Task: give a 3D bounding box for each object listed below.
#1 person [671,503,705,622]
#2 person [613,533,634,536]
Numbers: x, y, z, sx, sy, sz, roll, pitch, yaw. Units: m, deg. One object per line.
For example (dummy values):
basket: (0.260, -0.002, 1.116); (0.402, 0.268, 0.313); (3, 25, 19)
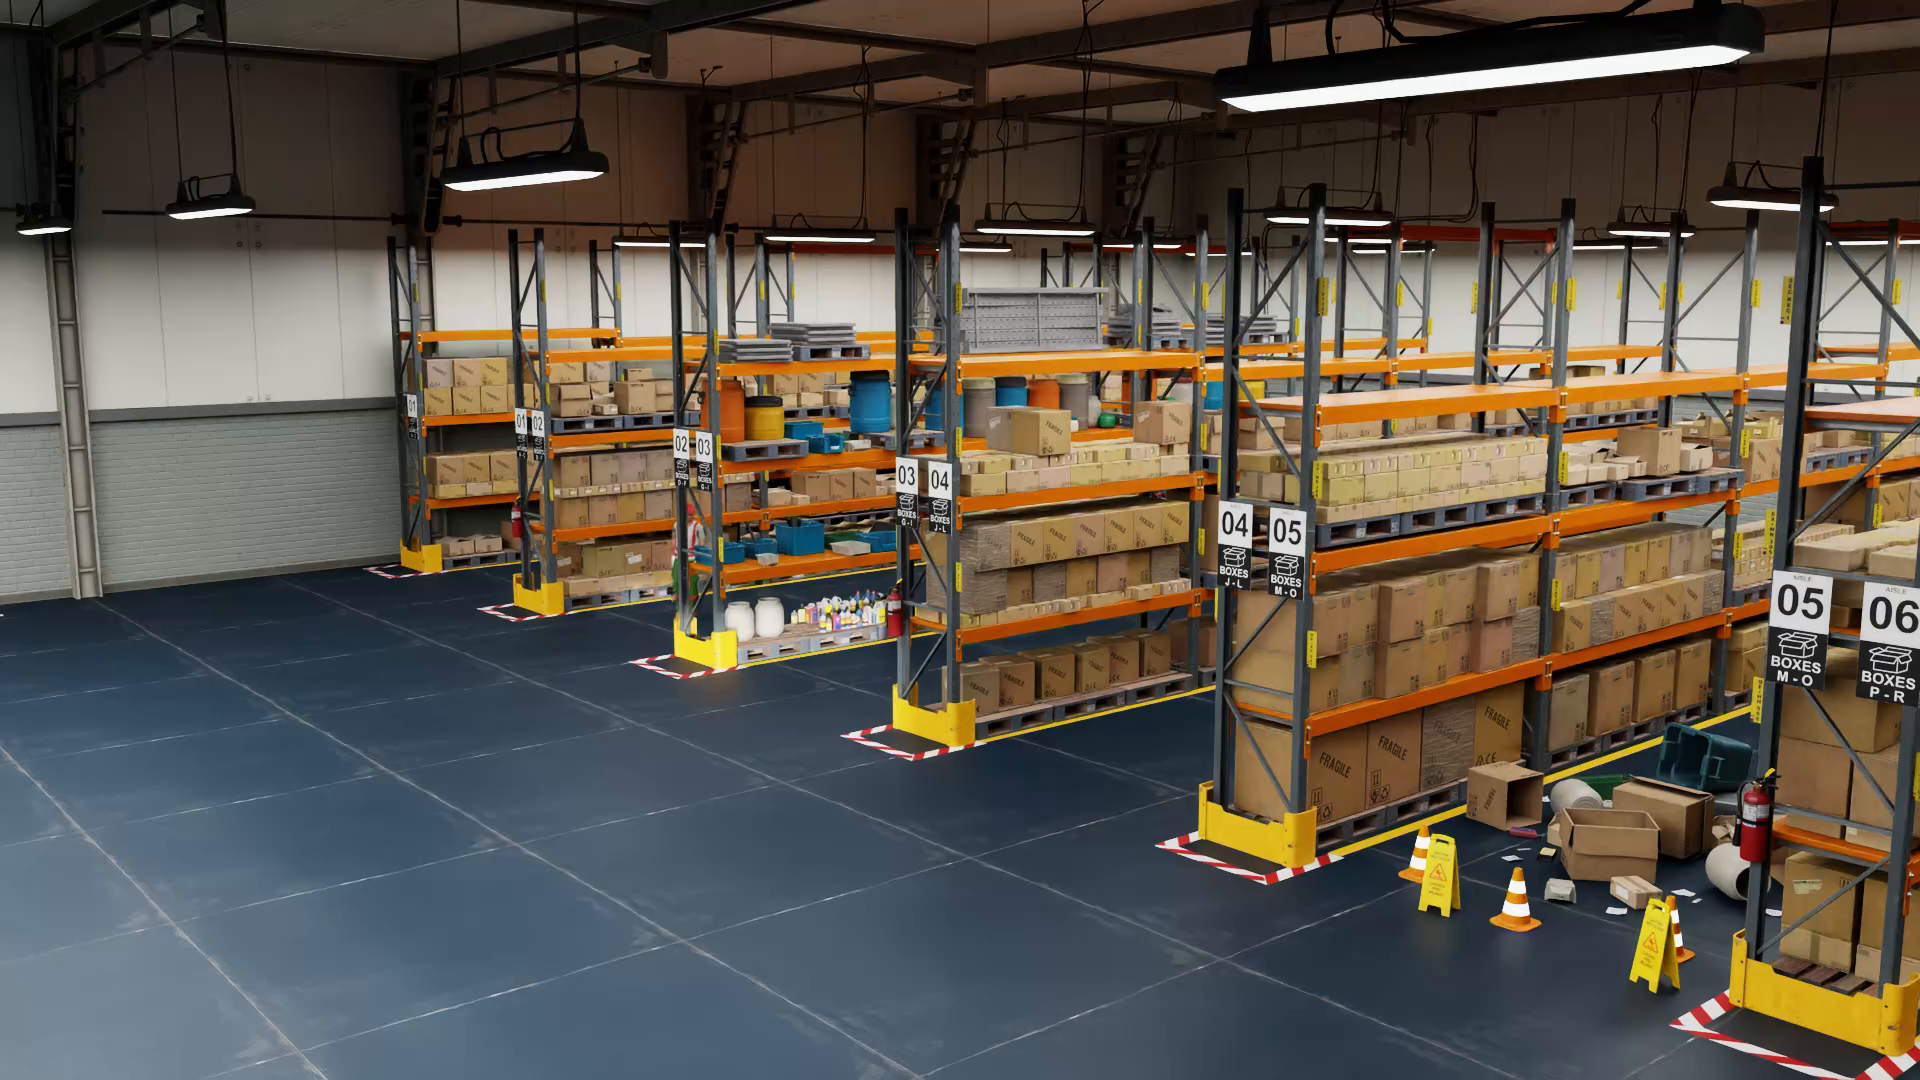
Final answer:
person: (-4.240, 0.357, 25.753); (0.570, 1.846, 0.509); (1, 9, 6)
person: (-6.183, -0.392, 30.441); (0.672, 1.733, 1.039); (4, 10, 27)
